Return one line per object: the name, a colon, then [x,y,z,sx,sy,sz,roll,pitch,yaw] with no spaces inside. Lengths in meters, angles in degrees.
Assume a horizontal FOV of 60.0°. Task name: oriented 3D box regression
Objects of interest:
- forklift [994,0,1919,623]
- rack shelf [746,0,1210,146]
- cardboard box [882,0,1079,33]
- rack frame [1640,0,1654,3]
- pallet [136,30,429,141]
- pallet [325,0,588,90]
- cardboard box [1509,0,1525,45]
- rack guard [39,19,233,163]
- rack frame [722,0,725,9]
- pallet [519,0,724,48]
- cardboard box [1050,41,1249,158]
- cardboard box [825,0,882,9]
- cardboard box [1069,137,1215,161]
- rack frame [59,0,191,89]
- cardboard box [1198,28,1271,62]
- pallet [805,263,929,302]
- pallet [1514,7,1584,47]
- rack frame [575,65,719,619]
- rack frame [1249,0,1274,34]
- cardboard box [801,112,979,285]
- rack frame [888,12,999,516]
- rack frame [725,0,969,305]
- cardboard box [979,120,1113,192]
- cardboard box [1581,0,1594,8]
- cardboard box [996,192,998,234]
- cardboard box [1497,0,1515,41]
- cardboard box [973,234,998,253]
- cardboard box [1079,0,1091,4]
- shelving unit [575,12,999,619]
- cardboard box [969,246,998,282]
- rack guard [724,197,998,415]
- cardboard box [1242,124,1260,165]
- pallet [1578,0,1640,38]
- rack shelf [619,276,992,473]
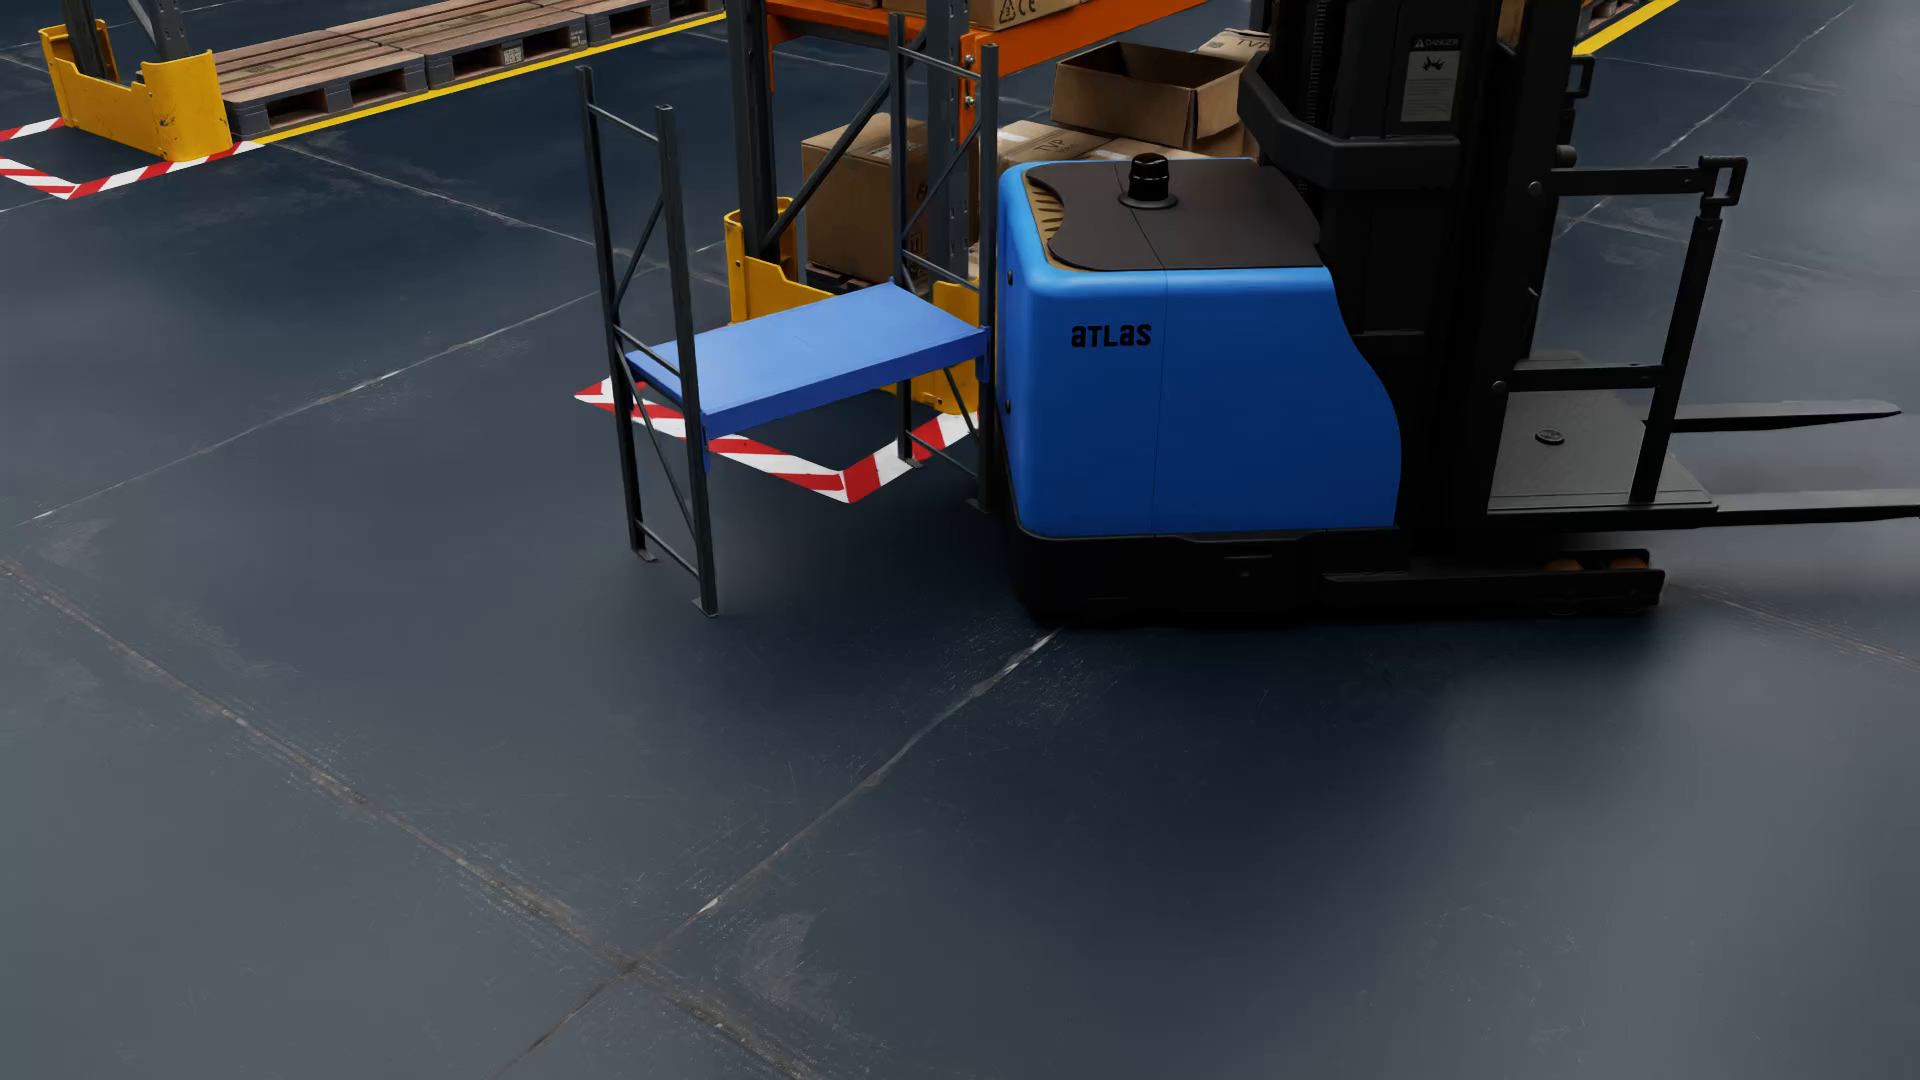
forklift: [1.645,-1.307,4.580,3.031,2.935,1.130,-2,31,-3]
rack shelf: [0.805,-2.449,7.146,1.077,0.370,4.000,21,37,31]
cardboard box: [0.075,-2.088,5.733,0.500,0.500,0.500,22,37,32]
rack frame: [4.426,-5.198,11.078,1.000,3.000,0.127,21,37,31]
pallet: [-3.821,-2.595,9.422,1.003,0.211,1.213,21,37,31]
pallet: [-3.084,-3.089,10.255,1.003,0.211,1.213,21,37,31]
cardboard box: [3.119,-3.228,9.775,0.500,0.500,0.500,22,37,32]
rack guard: [-4.354,-2.383,8.780,1.175,0.500,0.348,21,37,31]
rack frame: [-1.935,-5.098,10.909,1.000,3.000,0.127,21,37,31]
pallet: [-2.348,-3.587,11.096,1.003,0.211,1.213,21,37,31]
cardboard box: [0.882,-1.922,7.568,0.797,0.503,0.637,21,37,31]
cardboard box: [-0.349,-2.255,6.014,0.500,0.500,0.500,22,37,33]
cardboard box: [0.755,-1.492,7.091,0.500,0.250,0.500,21,37,31]
rack frame: [-4.350,-3.472,8.166,1.000,3.000,0.127,21,37,31]
cardboard box: [1.586,-2.500,8.732,0.500,0.311,0.500,21,37,31]
pallet: [0.124,-1.101,6.902,1.003,0.211,1.213,21,37,31]
pallet: [3.209,-3.212,10.463,1.003,0.211,1.213,21,37,31]
rack frame: [-0.868,-0.521,4.657,0.032,1.500,0.500,-21,36,-31]
rack frame: [2.012,-3.572,8.335,1.000,3.000,0.127,21,37,31]
cardboard box: [-0.271,-1.357,6.617,0.500,0.500,0.500,21,37,31]
rack frame: [-0.053,-0.830,5.180,0.032,1.500,0.500,-21,36,-31]
rack frame: [-0.403,-1.946,5.591,1.000,3.000,0.127,21,37,31]
cardboard box: [0.327,-1.626,7.317,0.500,0.250,0.500,21,37,31]
cardboard box: [3.736,-3.649,10.485,0.500,0.500,0.500,20,36,30]
cardboard box: [0.454,-1.289,6.749,0.500,0.250,0.500,21,37,31]
cardboard box: [2.811,-3.027,9.437,0.500,0.500,0.500,22,37,32]
cardboard box: [0.275,-1.082,6.481,0.380,0.166,0.250,21,37,31]
cardboard box: [0.383,-2.299,6.090,0.500,0.500,0.500,21,36,31]
shelving unit: [-0.461,-0.675,4.918,1.048,1.500,0.538,-21,36,-31]
cardboard box: [0.124,-0.973,6.315,0.380,0.149,0.250,21,37,31]
rack guard: [-0.357,-0.901,6.281,1.175,0.500,0.348,21,37,31]
cardboard box: [1.441,-1.980,7.855,0.500,0.311,0.500,21,37,31]
pallet: [3.946,-3.706,11.296,1.003,0.211,1.213,21,37,31]
rack shelf: [-0.461,-0.521,5.010,1.000,0.185,0.538,-21,36,-31]
